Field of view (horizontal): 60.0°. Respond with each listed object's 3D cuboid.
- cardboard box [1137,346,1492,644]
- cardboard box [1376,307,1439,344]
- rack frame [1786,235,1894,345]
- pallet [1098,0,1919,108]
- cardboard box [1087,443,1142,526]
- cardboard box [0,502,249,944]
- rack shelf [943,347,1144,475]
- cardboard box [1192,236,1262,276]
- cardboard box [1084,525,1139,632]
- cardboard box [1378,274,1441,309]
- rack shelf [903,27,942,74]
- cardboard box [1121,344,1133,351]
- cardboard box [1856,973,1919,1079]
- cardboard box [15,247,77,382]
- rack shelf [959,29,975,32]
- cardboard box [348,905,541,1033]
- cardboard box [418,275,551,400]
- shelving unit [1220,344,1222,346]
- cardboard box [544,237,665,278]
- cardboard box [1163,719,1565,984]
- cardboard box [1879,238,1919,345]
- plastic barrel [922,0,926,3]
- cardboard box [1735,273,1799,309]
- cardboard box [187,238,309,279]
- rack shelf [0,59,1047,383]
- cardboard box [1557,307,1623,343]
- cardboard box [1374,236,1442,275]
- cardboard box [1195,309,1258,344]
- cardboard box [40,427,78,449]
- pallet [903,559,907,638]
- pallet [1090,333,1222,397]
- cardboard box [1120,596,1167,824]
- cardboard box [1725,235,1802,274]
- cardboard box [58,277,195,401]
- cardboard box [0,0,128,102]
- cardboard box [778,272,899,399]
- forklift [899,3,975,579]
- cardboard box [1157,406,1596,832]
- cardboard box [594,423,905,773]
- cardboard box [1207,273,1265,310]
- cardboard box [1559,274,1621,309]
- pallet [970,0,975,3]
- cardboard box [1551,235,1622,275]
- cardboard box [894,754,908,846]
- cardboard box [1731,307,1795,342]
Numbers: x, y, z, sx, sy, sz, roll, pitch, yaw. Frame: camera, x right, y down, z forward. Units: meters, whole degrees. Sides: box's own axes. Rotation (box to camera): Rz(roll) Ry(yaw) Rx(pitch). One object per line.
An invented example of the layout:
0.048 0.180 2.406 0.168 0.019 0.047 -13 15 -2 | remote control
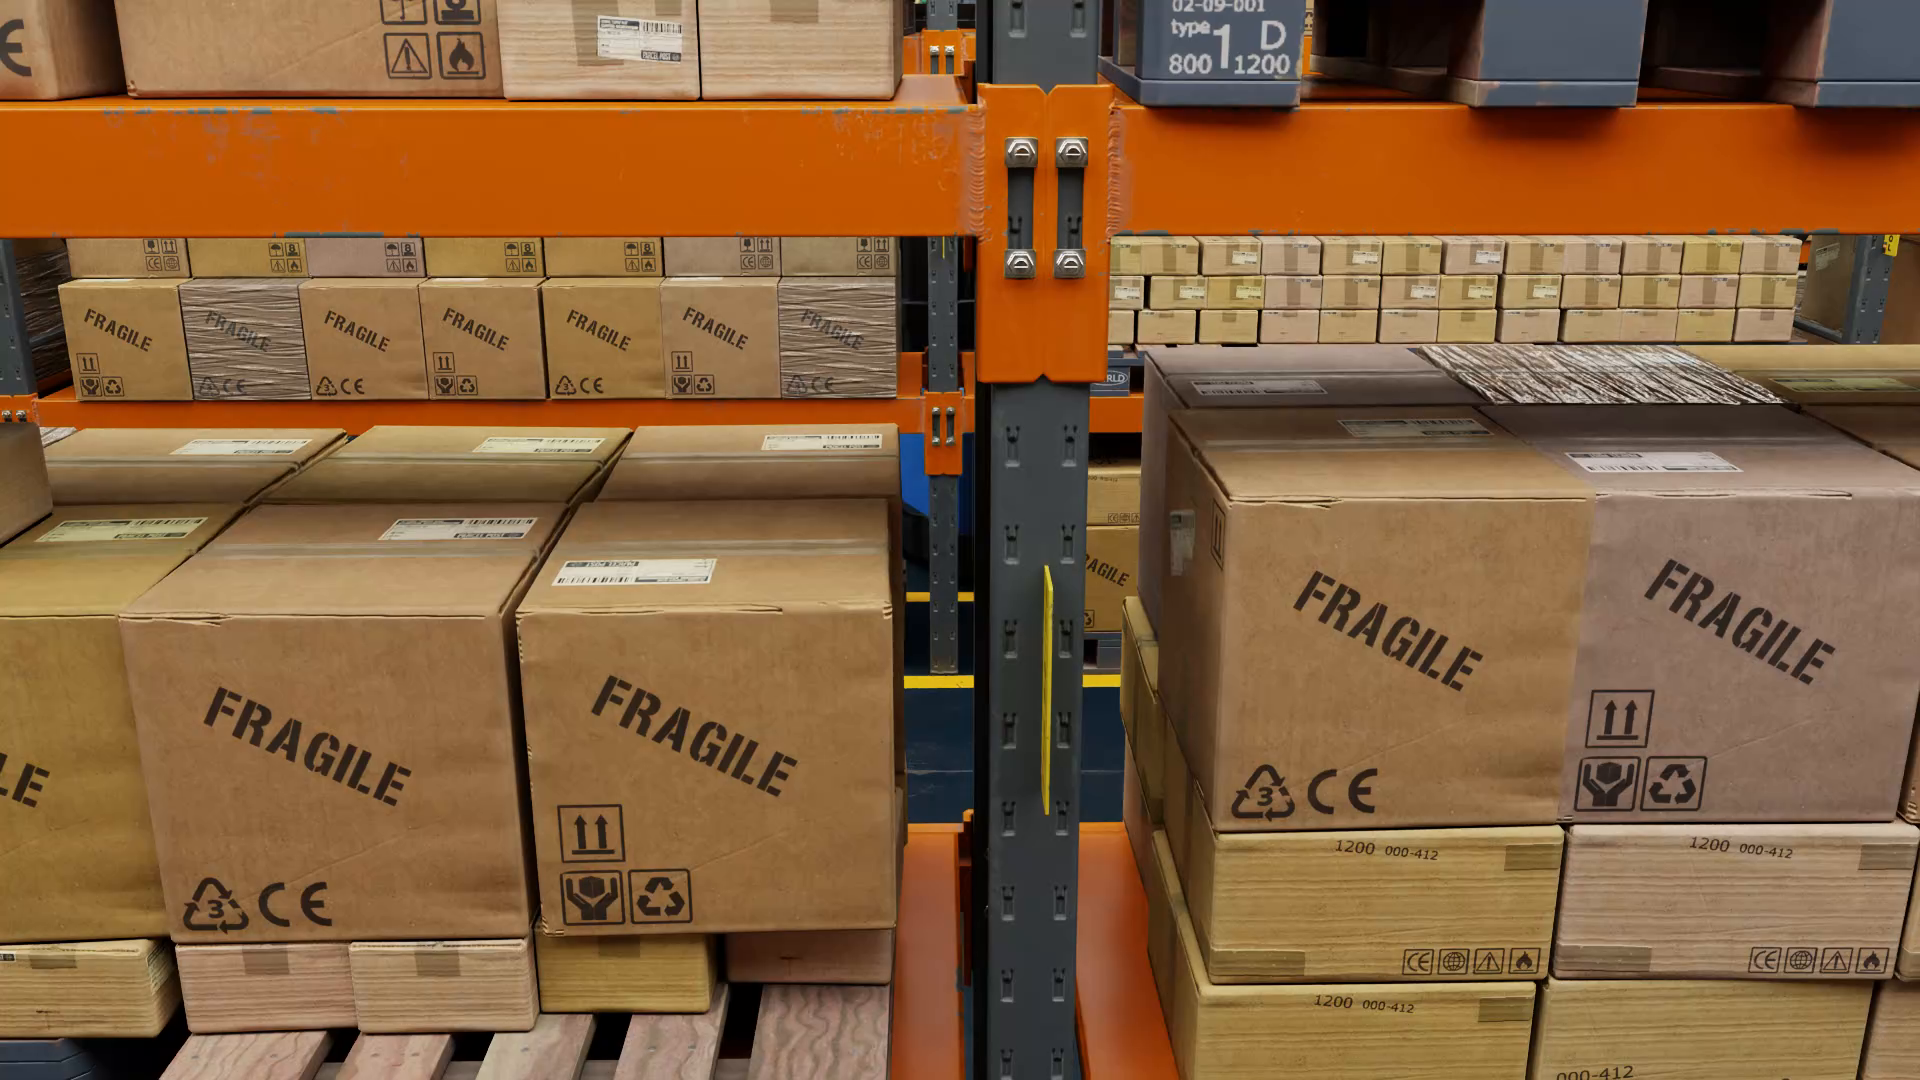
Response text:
0.611 -0.055 3.009 0.500 0.500 0.500 -1 18 -2 | cardboard box
1.956 -0.989 7.445 0.250 0.149 0.380 -1 18 -3 | cardboard box
3.919 -0.980 7.692 0.127 3.000 1.000 0 18 -1 | rack frame
0.741 -0.807 2.551 1.003 0.211 1.213 1 18 2 | pallet
0.613 -0.257 7.615 0.500 0.250 0.500 -1 18 -3 | cardboard box
-1.373 0.257 2.497 0.500 0.500 0.500 -1 18 -5 | cardboard box
1.919 -0.628 7.771 4.000 0.370 1.077 0 18 -1 | rack shelf
1.163 -1.270 7.347 0.250 0.149 0.380 -1 18 -3 | cardboard box
0.631 0.104 7.717 0.500 0.500 0.500 -1 18 -3 | cardboard box
1.963 -1.133 7.405 0.250 0.149 0.380 0 18 1 | cardboard box
-2.080 -2.037 7.253 4.000 0.370 1.077 0 18 -1 | rack shelf
1.524 -1.663 12.612 0.875 0.875 1.225 0 18 -1 | cardboard box
1.630 0.688 2.738 0.500 0.250 0.500 0 18 1 | cardboard box
-4.449 -1.007 7.532 0.550 0.550 0.875 0 18 -1 | cardboard box
1.942 -3.571 12.037 4.000 0.370 1.077 0 18 -1 | rack shelf
-0.744 0.582 2.546 0.250 0.149 0.380 0 18 -1 | cardboard box
-2.038 -0.916 7.329 0.500 0.500 0.500 0 18 0 | cardboard box
1.457 -0.781 8.732 0.503 2.100 0.431 -37 18 17 | shelving unit
-1.548 -1.479 7.448 0.500 0.500 0.700 -1 18 -2 | cardboard box
0.609 0.457 2.639 0.500 0.250 0.500 0 18 -1 | cardboard box
4.418 -1.095 7.398 0.500 0.500 0.500 -1 18 -2 | cardboard box
-0.382 -5.326 16.584 0.294 0.245 0.294 0 18 0 | plastic barrel
3.524 -1.140 7.426 0.250 0.149 0.380 0 18 1 | cardboard box
-3.070 -1.472 7.426 0.500 0.500 0.700 -1 18 -2 | cardboard box
-1.901 -0.525 2.542 4.000 0.370 1.077 0 18 -1 | rack shelf
2.765 -0.995 7.462 0.250 0.149 0.380 -1 18 -4 | cardboard box
1.948 -1.274 7.359 0.250 0.149 0.380 -1 18 -2 | cardboard box
1.178 -0.986 7.434 0.250 0.149 0.380 1 18 2 | cardboard box
-1.907 0.102 2.980 0.500 0.500 0.500 -1 18 -3 | cardboard box
-0.870 0.348 8.117 1.213 0.211 1.003 0 18 -1 | pallet
0.630 -0.905 7.773 1.003 0.211 1.213 0 18 -1 | pallet
0.579 0.304 3.116 0.500 0.250 0.500 0 18 -1 | cardboard box
3.521 -1.282 7.383 0.250 0.149 0.380 1 18 2 | cardboard box
-3.550 -0.909 7.308 0.500 0.500 0.500 0 18 0 | cardboard box
-1.426 -0.911 2.396 0.637 0.503 0.797 0 18 -1 | cardboard box
-0.527 -0.924 7.354 0.500 0.500 0.500 0 18 -1 | cardboard box
-0.192 -1.598 9.729 1.130 2.935 3.031 -8 20 -24 | forklift
0.596 0.099 2.527 0.500 0.500 0.500 -1 18 -3 | cardboard box
-0.355 0.093 3.009 0.500 0.500 0.500 -1 18 -2 | cardboard box
1.196 -1.129 7.394 0.250 0.149 0.380 0 18 -1 | cardboard box
2.739 -1.135 7.412 0.250 0.149 0.380 -1 18 -3 | cardboard box
0.585 -3.834 11.986 1.003 0.211 1.213 1 18 2 | pallet
2.731 -1.278 7.372 0.250 0.149 0.380 0 18 -1 | cardboard box
-0.229 0.415 3.067 0.250 0.149 0.380 -1 18 -4 | cardboard box
3.525 -0.998 7.471 0.250 0.149 0.380 -1 18 -2 | cardboard box
